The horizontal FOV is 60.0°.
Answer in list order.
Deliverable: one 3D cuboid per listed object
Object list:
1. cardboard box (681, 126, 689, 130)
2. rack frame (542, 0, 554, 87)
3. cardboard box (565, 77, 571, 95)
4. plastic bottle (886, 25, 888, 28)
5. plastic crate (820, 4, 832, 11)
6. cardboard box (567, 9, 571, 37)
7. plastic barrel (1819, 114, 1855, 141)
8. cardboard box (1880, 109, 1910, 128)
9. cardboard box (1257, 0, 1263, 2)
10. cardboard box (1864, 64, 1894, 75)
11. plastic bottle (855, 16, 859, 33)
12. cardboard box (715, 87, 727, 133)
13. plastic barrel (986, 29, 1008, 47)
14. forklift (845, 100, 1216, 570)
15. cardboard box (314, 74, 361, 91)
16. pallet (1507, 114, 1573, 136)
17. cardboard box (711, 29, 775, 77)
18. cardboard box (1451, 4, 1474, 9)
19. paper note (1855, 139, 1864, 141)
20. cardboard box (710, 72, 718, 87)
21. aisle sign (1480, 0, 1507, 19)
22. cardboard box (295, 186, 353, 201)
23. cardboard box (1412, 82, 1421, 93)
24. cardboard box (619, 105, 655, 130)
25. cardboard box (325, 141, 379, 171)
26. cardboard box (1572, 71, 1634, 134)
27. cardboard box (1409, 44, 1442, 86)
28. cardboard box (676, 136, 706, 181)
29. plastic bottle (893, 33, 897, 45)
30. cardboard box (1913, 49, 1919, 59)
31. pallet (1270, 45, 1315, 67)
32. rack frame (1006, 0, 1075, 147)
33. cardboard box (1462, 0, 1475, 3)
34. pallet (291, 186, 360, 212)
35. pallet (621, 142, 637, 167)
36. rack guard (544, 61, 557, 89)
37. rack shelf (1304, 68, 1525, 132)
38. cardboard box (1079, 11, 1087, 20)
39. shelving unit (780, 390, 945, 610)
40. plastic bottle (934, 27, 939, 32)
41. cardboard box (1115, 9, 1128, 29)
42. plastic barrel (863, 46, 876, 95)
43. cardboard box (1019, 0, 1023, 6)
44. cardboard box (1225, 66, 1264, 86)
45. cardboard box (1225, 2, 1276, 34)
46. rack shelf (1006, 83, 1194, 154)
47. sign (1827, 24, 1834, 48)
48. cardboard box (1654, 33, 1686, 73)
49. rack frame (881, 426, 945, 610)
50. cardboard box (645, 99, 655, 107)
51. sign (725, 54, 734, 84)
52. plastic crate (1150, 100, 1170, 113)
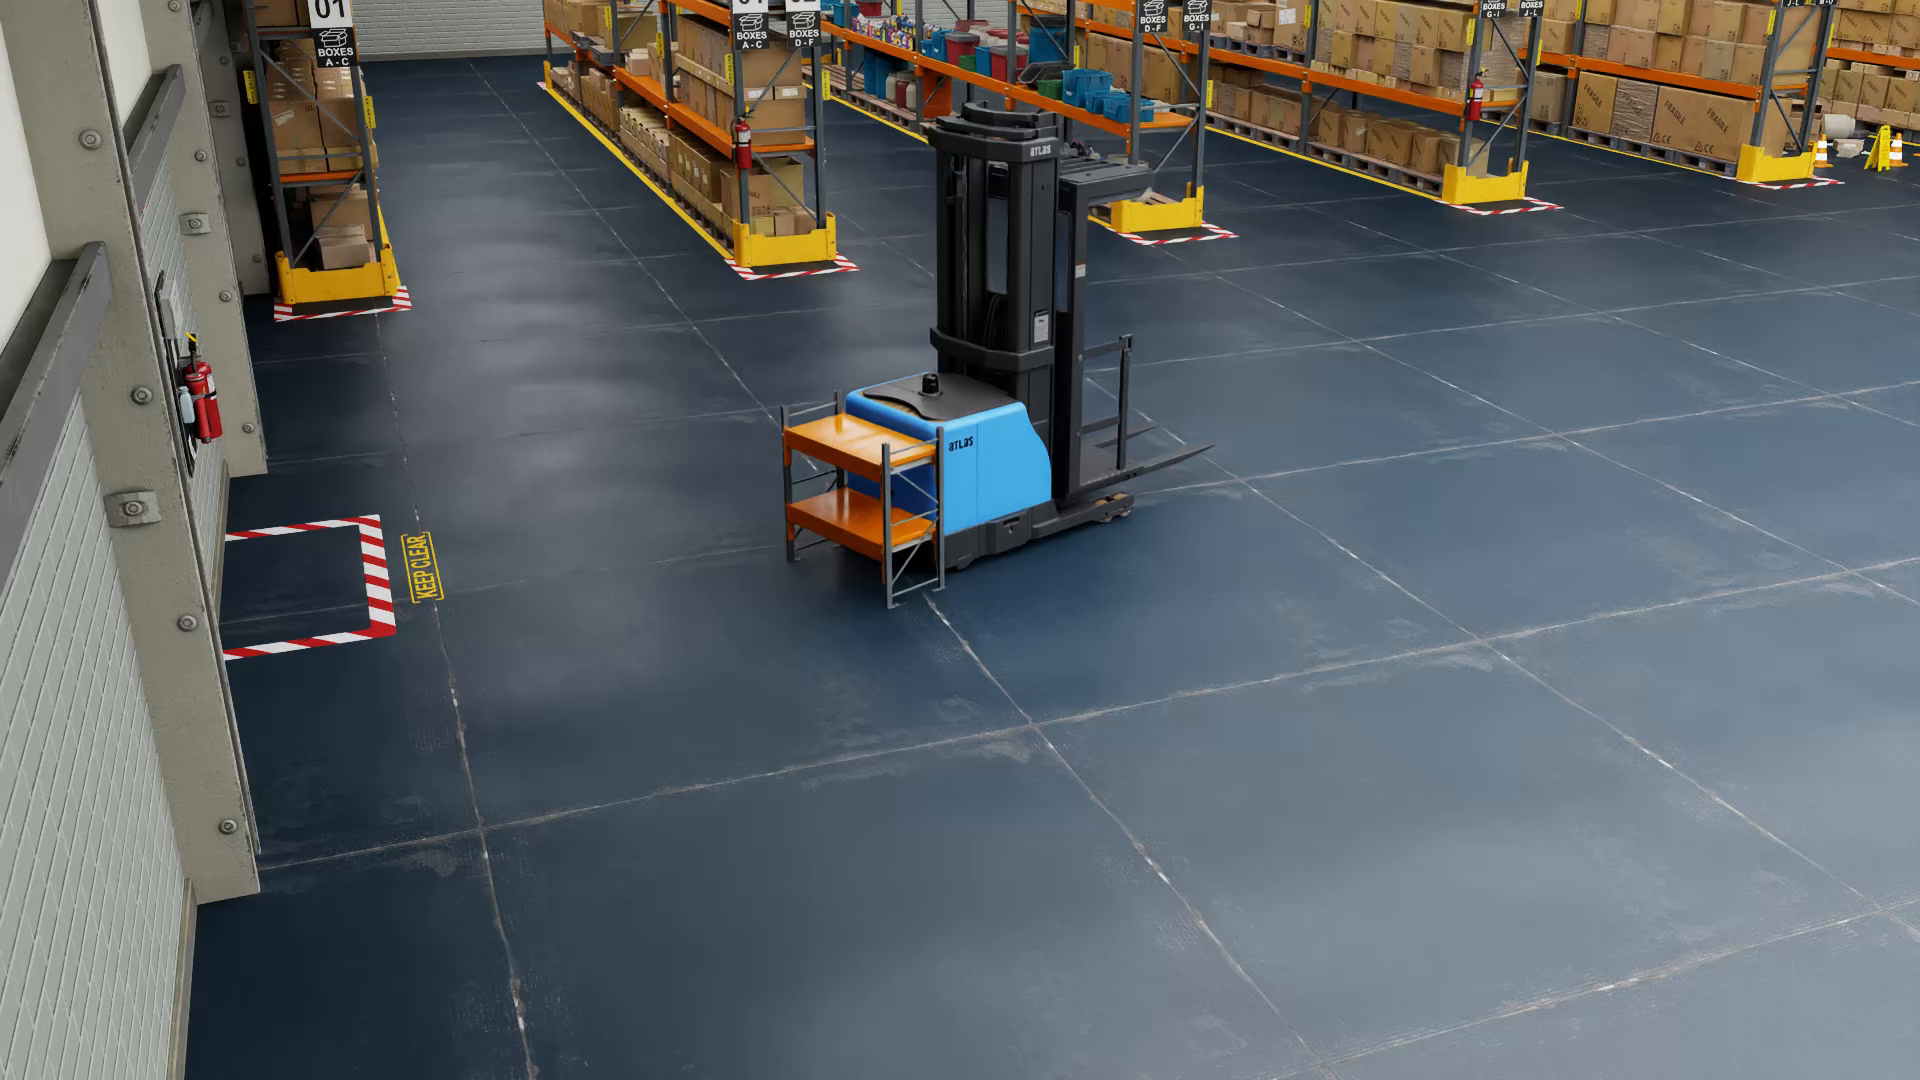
[{"bbox_3d":[-3.738,-5.874,24.103,0.500,0.311,0.500,-9,25,-21],"label":"cardboard box"},{"bbox_3d":[-7.709,-10.495,32.788,1.000,3.000,0.127,-8,24,-19],"label":"rack frame"},{"bbox_3d":[-7.027,-8.446,30.822,0.500,0.311,0.500,-8,24,-19],"label":"cardboard box"},{"bbox_3d":[-1.249,-8.840,29.012,0.061,0.283,0.133,-8,24,-19],"label":"plastic bottle"},{"bbox_3d":[-2.723,-10.401,32.704,0.416,0.233,0.300,-8,24,-19],"label":"plastic crate"},{"bbox_3d":[-6.712,-9.234,29.667,0.500,0.500,0.500,-8,24,-18],"label":"cardboard box"},{"bbox_3d":[14.338,-6.754,27.230,0.512,0.421,0.421,8,24,18],"label":"plastic barrel"},{"bbox_3d":[15.581,-6.961,27.402,0.500,0.250,0.500,-9,25,-21],"label":"cardboard box"},{"bbox_3d":[6.643,-11.658,35.871,0.380,0.149,0.250,-7,24,-17],"label":"cardboard box"},{"bbox_3d":[15.295,-7.834,27.674,0.380,0.149,0.250,-7,24,-16],"label":"cardboard box"},{"bbox_3d":[-1.883,-9.426,30.401,0.061,0.283,0.133,-8,24,-19],"label":"plastic bottle"},{"bbox_3d":[-2.569,-5.270,20.263,0.700,0.500,0.500,-8,24,-19],"label":"cardboard box"},{"bbox_3d":[0.621,-7.677,25.927,0.433,0.535,0.433,0,23,0],"label":"plastic barrel"},{"bbox_3d":[0.641,-1.610,11.795,3.031,2.935,1.130,-19,29,-37],"label":"forklift"},{"bbox_3d":[-7.112,-5.056,19.086,0.500,0.500,0.500,-8,24,-17],"label":"cardboard box"},{"bbox_3d":[10.132,-7.121,28.374,1.003,0.211,1.213,-8,24,-19],"label":"pallet"},{"bbox_3d":[-2.598,-5.889,20.061,0.700,0.500,0.500,-8,24,-19],"label":"cardboard box"},{"bbox_3d":[7.103,-7.103,22.941,0.500,0.500,0.500,-8,24,-19],"label":"cardboard box"},{"bbox_3d":[14.747,-6.569,27.296,0.142,0.019,0.148,-18,29,-37],"label":"paper note"},{"bbox_3d":[-2.828,-5.609,20.232,0.380,0.149,0.250,-8,24,-18],"label":"cardboard box"},{"bbox_3d":[6.954,-7.173,21.560,0.394,0.787,0.004,-8,24,-19],"label":"aisle sign"},{"bbox_3d":[-8.378,-4.770,21.856,0.700,0.500,0.500,-7,24,-17],"label":"cardboard box"},{"bbox_3d":[6.571,-6.363,23.307,0.380,0.149,0.250,-8,24,-19],"label":"cardboard box"},{"bbox_3d":[-4.972,-6.542,25.688,0.500,0.311,0.500,-7,24,-17],"label":"cardboard box"},{"bbox_3d":[-6.565,-4.161,17.928,0.500,0.250,0.500,-9,25,-21],"label":"cardboard box"},{"bbox_3d":[10.632,-7.113,26.958,0.875,0.875,0.875,-8,24,-18],"label":"cardboard box"},{"bbox_3d":[6.755,-6.591,23.014,0.875,0.500,0.500,-8,24,-19],"label":"cardboard box"},{"bbox_3d":[-3.415,-5.015,21.819,0.500,0.500,0.500,-8,24,-19],"label":"cardboard box"},{"bbox_3d":[-1.101,-8.604,28.557,0.097,0.201,0.097,0,23,0],"label":"plastic bottle"},{"bbox_3d":[15.634,-7.845,26.824,0.380,0.149,0.250,-9,24,-20],"label":"cardboard box"},{"bbox_3d":[5.666,-7.702,26.408,1.003,0.211,1.213,-8,24,-19],"label":"pallet"},{"bbox_3d":[1.166,-6.813,24.052,1.000,3.000,0.127,-8,24,-19],"label":"rack frame"},{"bbox_3d":[9.391,-9.748,29.601,0.700,0.500,0.500,-9,24,-20],"label":"cardboard box"},{"bbox_3d":[-8.379,-4.451,22.039,1.003,0.211,1.213,-8,24,-19],"label":"pallet"},{"bbox_3d":[-4.628,-5.999,25.710,1.003,0.211,1.213,-8,24,-19],"label":"pallet"},{"bbox_3d":[-7.682,-9.315,33.208,1.175,0.500,0.348,-8,24,-19],"label":"rack guard"},{"bbox_3d":[6.506,-6.434,24.080,1.077,0.370,4.000,-8,24,-19],"label":"rack shelf"},{"bbox_3d":[2.559,-10.349,32.766,0.380,0.149,0.250,-8,24,-19],"label":"cardboard box"},{"bbox_3d":[-0.643,-0.283,10.972,0.538,1.125,1.048,-20,30,-39],"label":"shelving unit"},{"bbox_3d":[-0.405,-8.755,28.825,0.097,0.271,0.097,0,23,0],"label":"plastic bottle"},{"bbox_3d":[3.257,-9.879,31.199,0.500,0.500,0.500,-9,24,-20],"label":"cardboard box"},{"bbox_3d":[-1.484,-8.746,30.800,0.600,0.901,0.708,-8,24,-19],"label":"plastic barrel"},{"bbox_3d":[1.469,-11.470,35.424,0.380,0.149,0.250,-9,24,-20],"label":"cardboard box"},{"bbox_3d":[4.848,-7.912,28.345,0.500,0.250,0.500,-6,23,-13],"label":"cardboard box"},{"bbox_3d":[4.905,-8.806,28.111,0.700,0.500,0.500,-5,23,-11],"label":"cardboard box"},{"bbox_3d":[1.872,-5.755,22.468,1.077,0.370,4.000,-8,24,-19],"label":"rack shelf"},{"bbox_3d":[12.410,-7.192,23.736,0.100,0.325,0.005,-8,24,-19],"label":"sign"},{"bbox_3d":[11.194,-7.485,25.454,0.875,0.550,0.500,-8,24,-19],"label":"cardboard box"},{"bbox_3d":[-0.294,-0.139,10.631,0.500,1.125,0.032,-20,30,-39],"label":"rack frame"},{"bbox_3d":[-4.776,-6.843,26.777,0.500,0.500,0.500,-7,24,-17],"label":"cardboard box"},{"bbox_3d":[-2.569,-5.255,18.559,0.100,0.325,0.005,-8,24,-19],"label":"sign"},{"bbox_3d":[2.564,-5.607,21.531,0.298,0.136,0.250,-8,24,-19],"label":"plastic crate"}]
